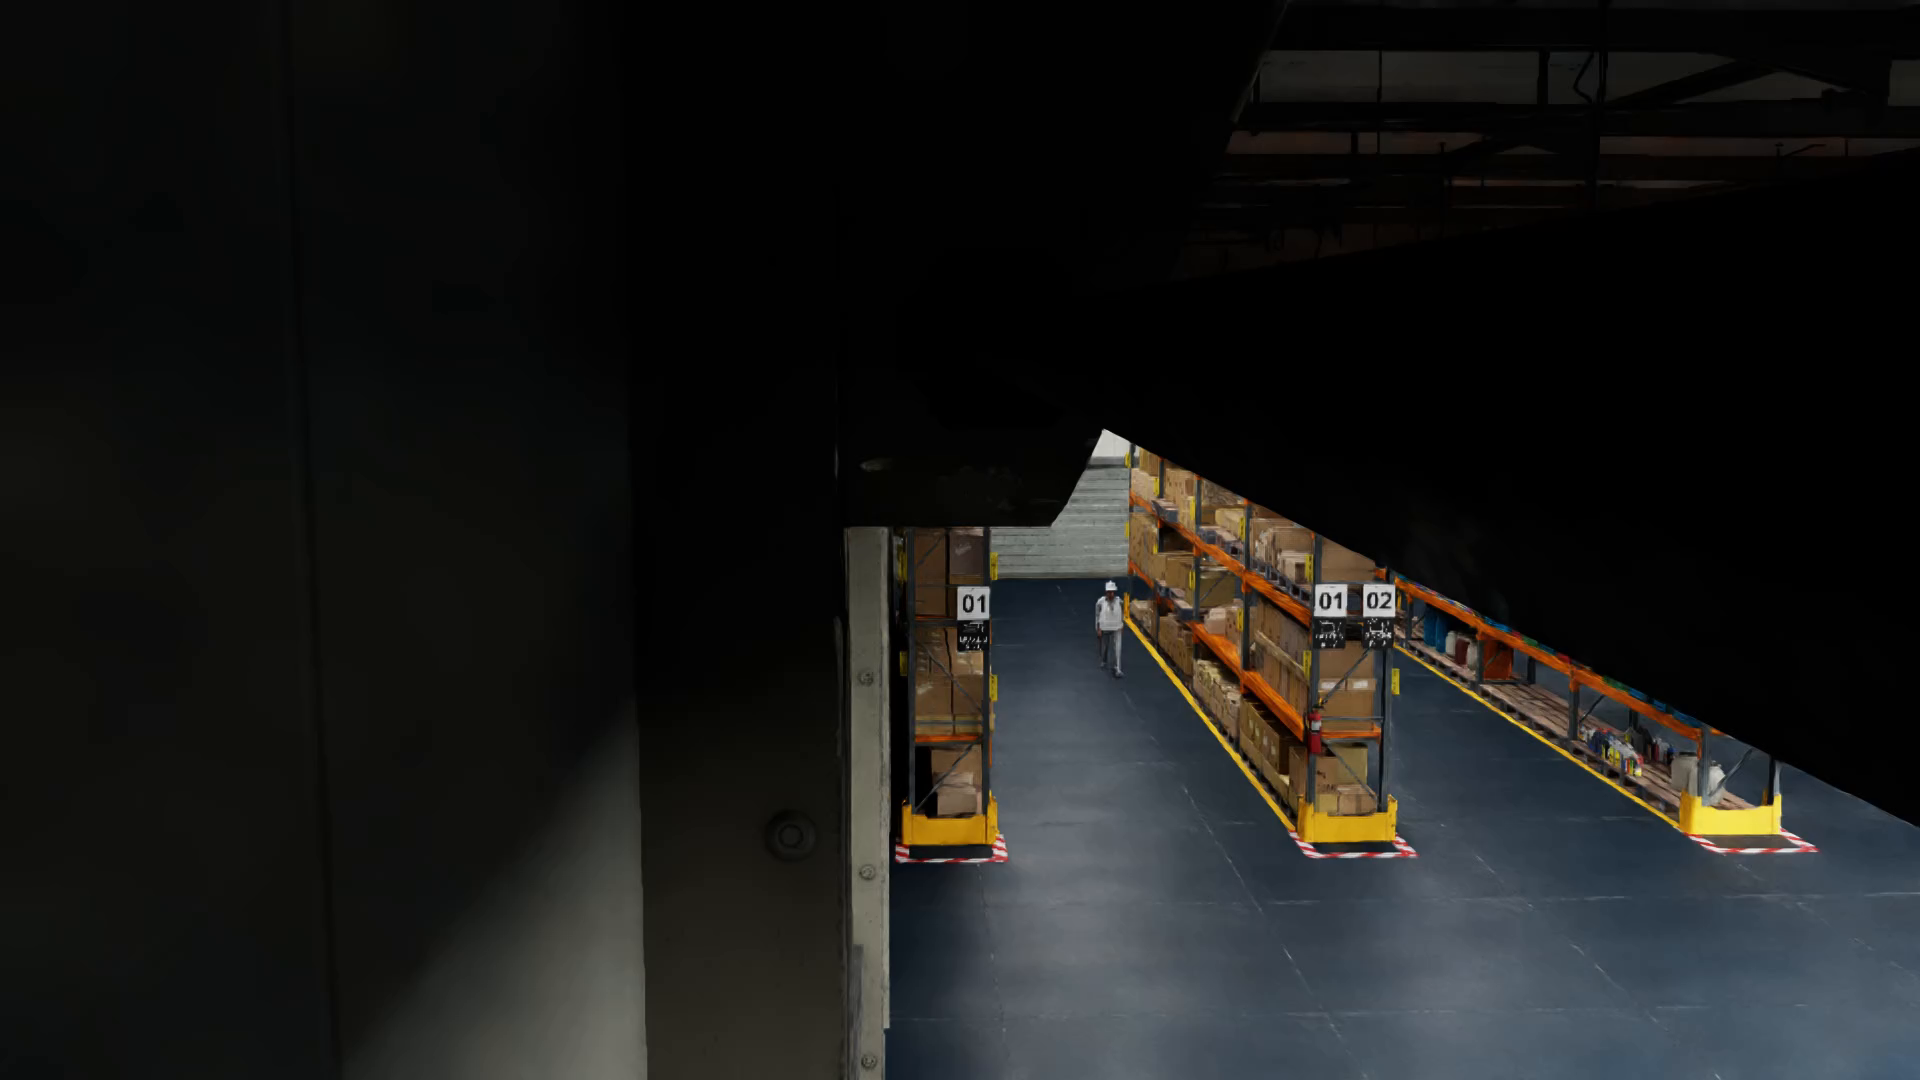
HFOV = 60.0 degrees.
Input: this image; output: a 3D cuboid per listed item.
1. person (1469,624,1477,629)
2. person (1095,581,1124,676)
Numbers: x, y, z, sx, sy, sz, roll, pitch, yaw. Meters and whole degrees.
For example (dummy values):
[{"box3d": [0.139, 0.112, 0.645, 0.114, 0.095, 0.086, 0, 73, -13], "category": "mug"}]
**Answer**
[{"box3d": [10.678, 1.079, 34.501, 0.393, 1.670, 0.635, -1, 7, -9], "category": "person"}, {"box3d": [2.735, 1.586, 30.433, 0.543, 1.700, 1.115, 0, 7, 0], "category": "person"}]
